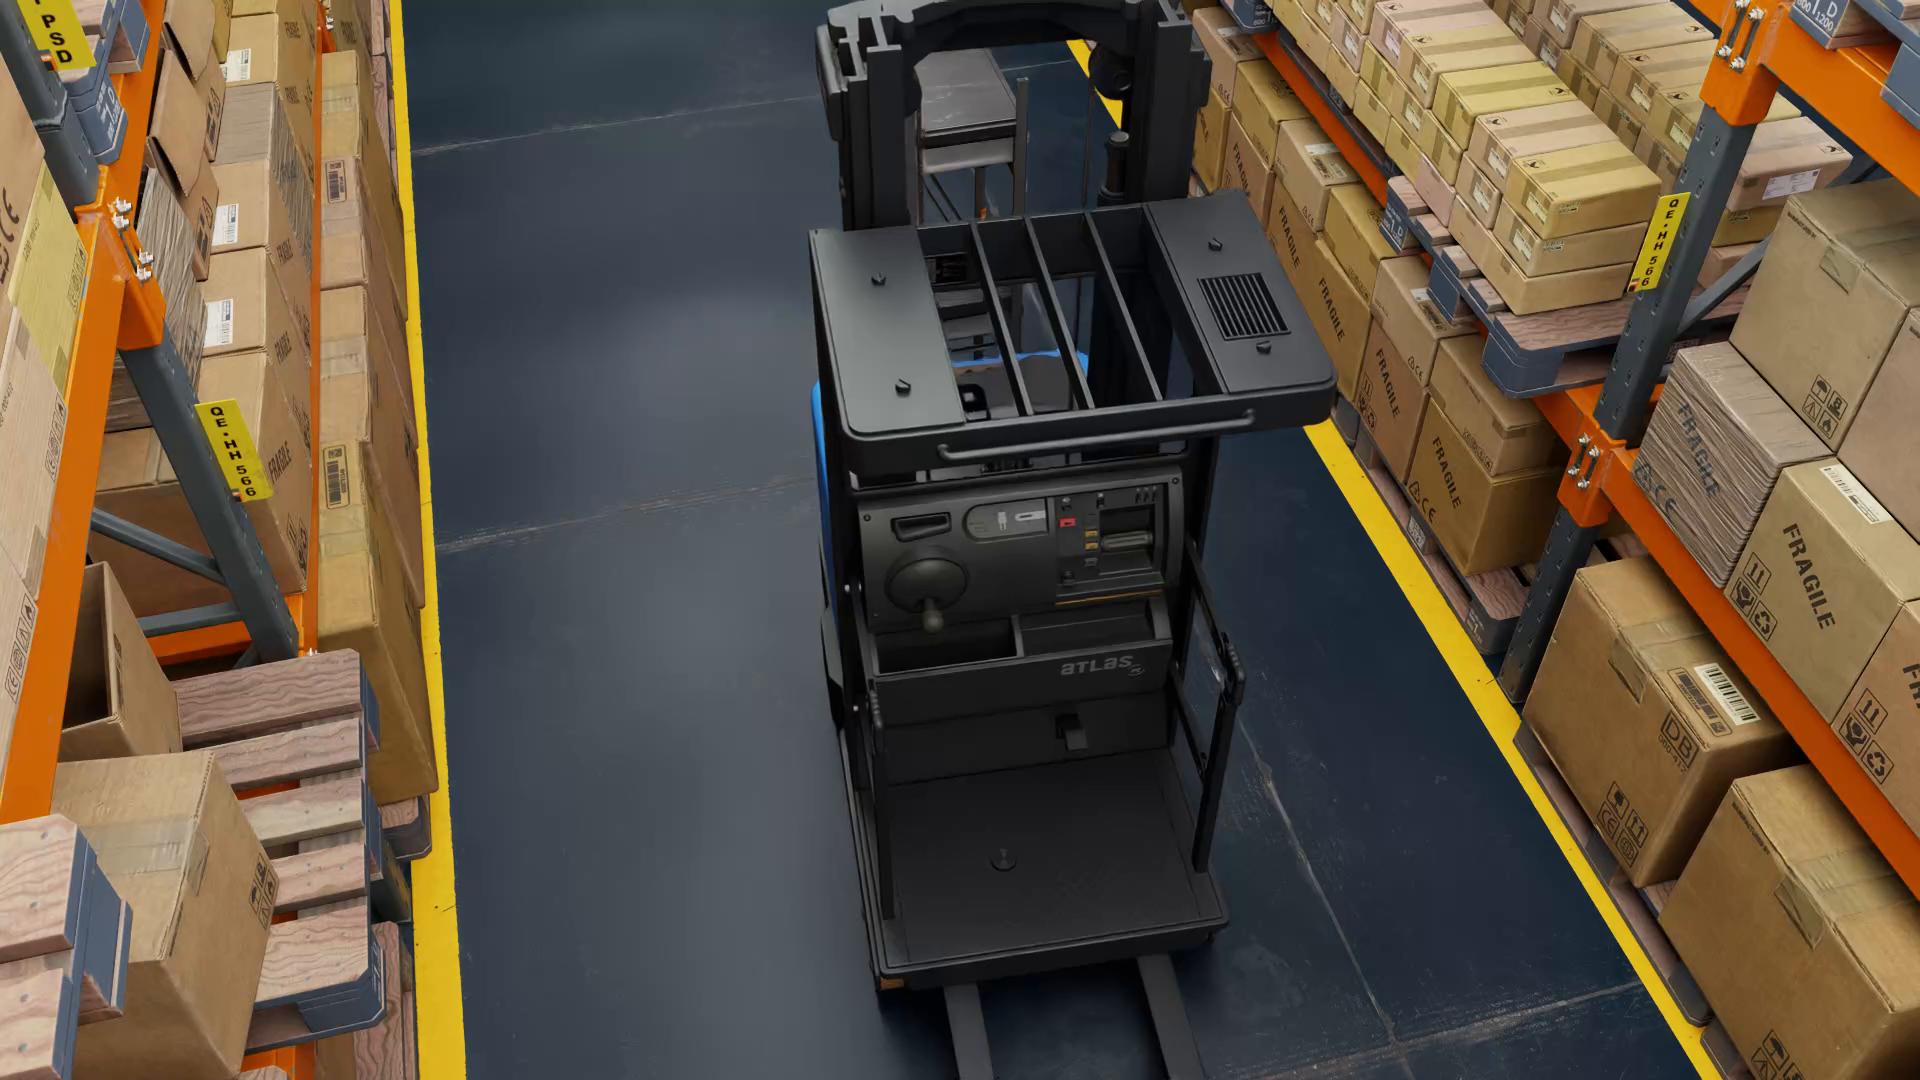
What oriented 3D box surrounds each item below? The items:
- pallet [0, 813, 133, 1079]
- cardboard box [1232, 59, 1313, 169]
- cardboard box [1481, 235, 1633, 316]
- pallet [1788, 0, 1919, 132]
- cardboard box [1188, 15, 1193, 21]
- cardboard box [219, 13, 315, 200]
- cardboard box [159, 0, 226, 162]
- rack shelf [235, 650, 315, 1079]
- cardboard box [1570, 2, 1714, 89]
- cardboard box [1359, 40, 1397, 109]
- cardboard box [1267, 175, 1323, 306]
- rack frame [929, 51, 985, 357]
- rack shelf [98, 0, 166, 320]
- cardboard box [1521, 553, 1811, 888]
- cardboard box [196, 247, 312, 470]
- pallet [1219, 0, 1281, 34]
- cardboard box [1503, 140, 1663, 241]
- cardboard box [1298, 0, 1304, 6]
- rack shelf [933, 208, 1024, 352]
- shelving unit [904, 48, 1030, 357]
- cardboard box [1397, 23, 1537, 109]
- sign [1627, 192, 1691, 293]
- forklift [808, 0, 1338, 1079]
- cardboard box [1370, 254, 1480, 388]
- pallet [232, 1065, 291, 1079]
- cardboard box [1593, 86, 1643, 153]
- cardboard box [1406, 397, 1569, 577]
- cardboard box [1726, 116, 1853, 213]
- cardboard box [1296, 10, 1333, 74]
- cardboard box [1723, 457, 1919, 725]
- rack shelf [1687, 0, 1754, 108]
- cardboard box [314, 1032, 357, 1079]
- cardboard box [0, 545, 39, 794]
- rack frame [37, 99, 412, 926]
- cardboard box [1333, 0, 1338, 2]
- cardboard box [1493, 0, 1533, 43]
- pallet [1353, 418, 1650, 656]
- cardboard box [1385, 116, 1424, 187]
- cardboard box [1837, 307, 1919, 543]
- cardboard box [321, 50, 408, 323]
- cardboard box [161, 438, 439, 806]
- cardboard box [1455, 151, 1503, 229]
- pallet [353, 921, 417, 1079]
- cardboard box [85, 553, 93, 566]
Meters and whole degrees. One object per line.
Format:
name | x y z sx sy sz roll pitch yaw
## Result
pallet | -1.613 0.883 1.816 1.213 0.211 1.003 -11 47 -10
cardboard box | 1.555 -1.941 7.483 0.500 0.250 0.500 -10 46 -9
cardboard box | 1.936 -0.886 5.400 0.380 0.149 0.250 -10 46 -10
pallet | 2.723 -1.119 3.779 1.213 0.211 1.003 -9 46 -8
cardboard box | 1.095 -2.745 8.833 0.380 0.149 0.250 -10 46 -10
cardboard box | -2.694 -1.555 6.103 0.500 0.500 0.500 -11 47 -11
cardboard box | -2.828 -1.539 5.386 0.797 0.503 0.637 -9 46 -9
rack shelf | -1.802 1.899 3.292 1.077 0.370 4.000 -11 47 -10
cardboard box | 2.378 -1.730 5.811 0.380 0.149 0.250 -13 47 -12
cardboard box | 1.675 -1.702 5.991 0.380 0.149 0.250 -11 47 -11
cardboard box | 1.700 -1.321 7.401 0.500 0.500 0.500 -10 46 -10
rack frame | -0.105 -1.018 6.277 0.400 2.100 0.015 -11 47 -10
rack shelf | -2.826 -1.912 4.927 1.077 0.370 4.000 -11 47 -10
cardboard box | 2.576 0.507 5.434 1.050 0.750 0.750 -11 47 -11
cardboard box | -2.310 -0.509 5.079 0.500 0.500 0.500 -12 47 -11
pallet | 1.538 -2.711 7.440 1.003 0.211 1.213 -11 47 -10
cardboard box | 1.938 -1.092 5.185 0.380 0.149 0.250 -12 47 -12
cardboard box | 1.480 -2.234 6.513 0.380 0.149 0.250 -11 47 -11
rack shelf | -0.042 -0.840 6.122 0.431 0.518 0.480 -11 47 -10
shelving unit | -0.042 -0.849 6.112 0.431 2.100 0.503 -11 47 -10
cardboard box | 1.737 -1.630 5.713 0.380 0.149 0.250 -9 46 -9
sign | 1.984 -0.842 4.720 0.100 0.325 0.005 -11 47 -10
forklift | 0.219 0.125 4.575 1.130 2.935 3.031 -7 46 -7
cardboard box | 1.938 -0.876 6.439 0.500 0.250 0.500 -10 46 -10
pallet | -1.768 1.693 3.125 1.003 0.211 1.213 -11 47 -10
cardboard box | 2.434 -1.474 5.768 0.380 0.149 0.250 -12 47 -12
cardboard box | 2.085 -0.249 6.350 0.500 0.500 0.500 -11 47 -11
cardboard box | 2.574 -1.195 5.286 0.380 0.149 0.250 -11 47 -10
cardboard box | 1.540 -1.960 6.452 0.380 0.149 0.250 -13 47 -12
cardboard box | 2.493 0.105 4.477 0.500 0.500 0.500 -11 47 -11
rack shelf | 1.995 -2.749 5.748 1.077 0.370 4.000 -11 47 -10
cardboard box | -2.123 1.447 4.674 0.700 0.500 0.500 -13 47 -12
cardboard box | -1.689 0.240 2.419 0.500 0.250 0.500 -9 46 -9
rack frame | -2.314 0.267 4.388 1.000 3.000 0.127 -11 47 -10
cardboard box | 1.543 -2.165 6.237 0.380 0.149 0.250 -9 46 -9
cardboard box | 2.246 -1.993 6.276 0.380 0.149 0.250 -11 47 -11
pallet | 2.308 -0.134 6.734 1.003 0.211 1.213 -11 47 -10
cardboard box | 1.748 -1.408 5.911 0.380 0.149 0.250 -11 47 -11
cardboard box | 2.743 -0.295 4.168 0.700 0.500 0.500 -11 47 -11
cardboard box | -3.155 -1.460 7.274 1.225 0.875 0.875 -11 47 -10
cardboard box | -2.470 0.383 5.468 1.225 0.875 0.875 -13 47 -12
cardboard box | 1.870 -1.175 5.475 0.380 0.149 0.250 -9 46 -9
pallet | -2.115 1.783 4.855 1.003 0.211 1.213 -11 47 -10
cardboard box | -2.680 -0.064 4.642 0.500 0.500 0.500 -9 46 -9
